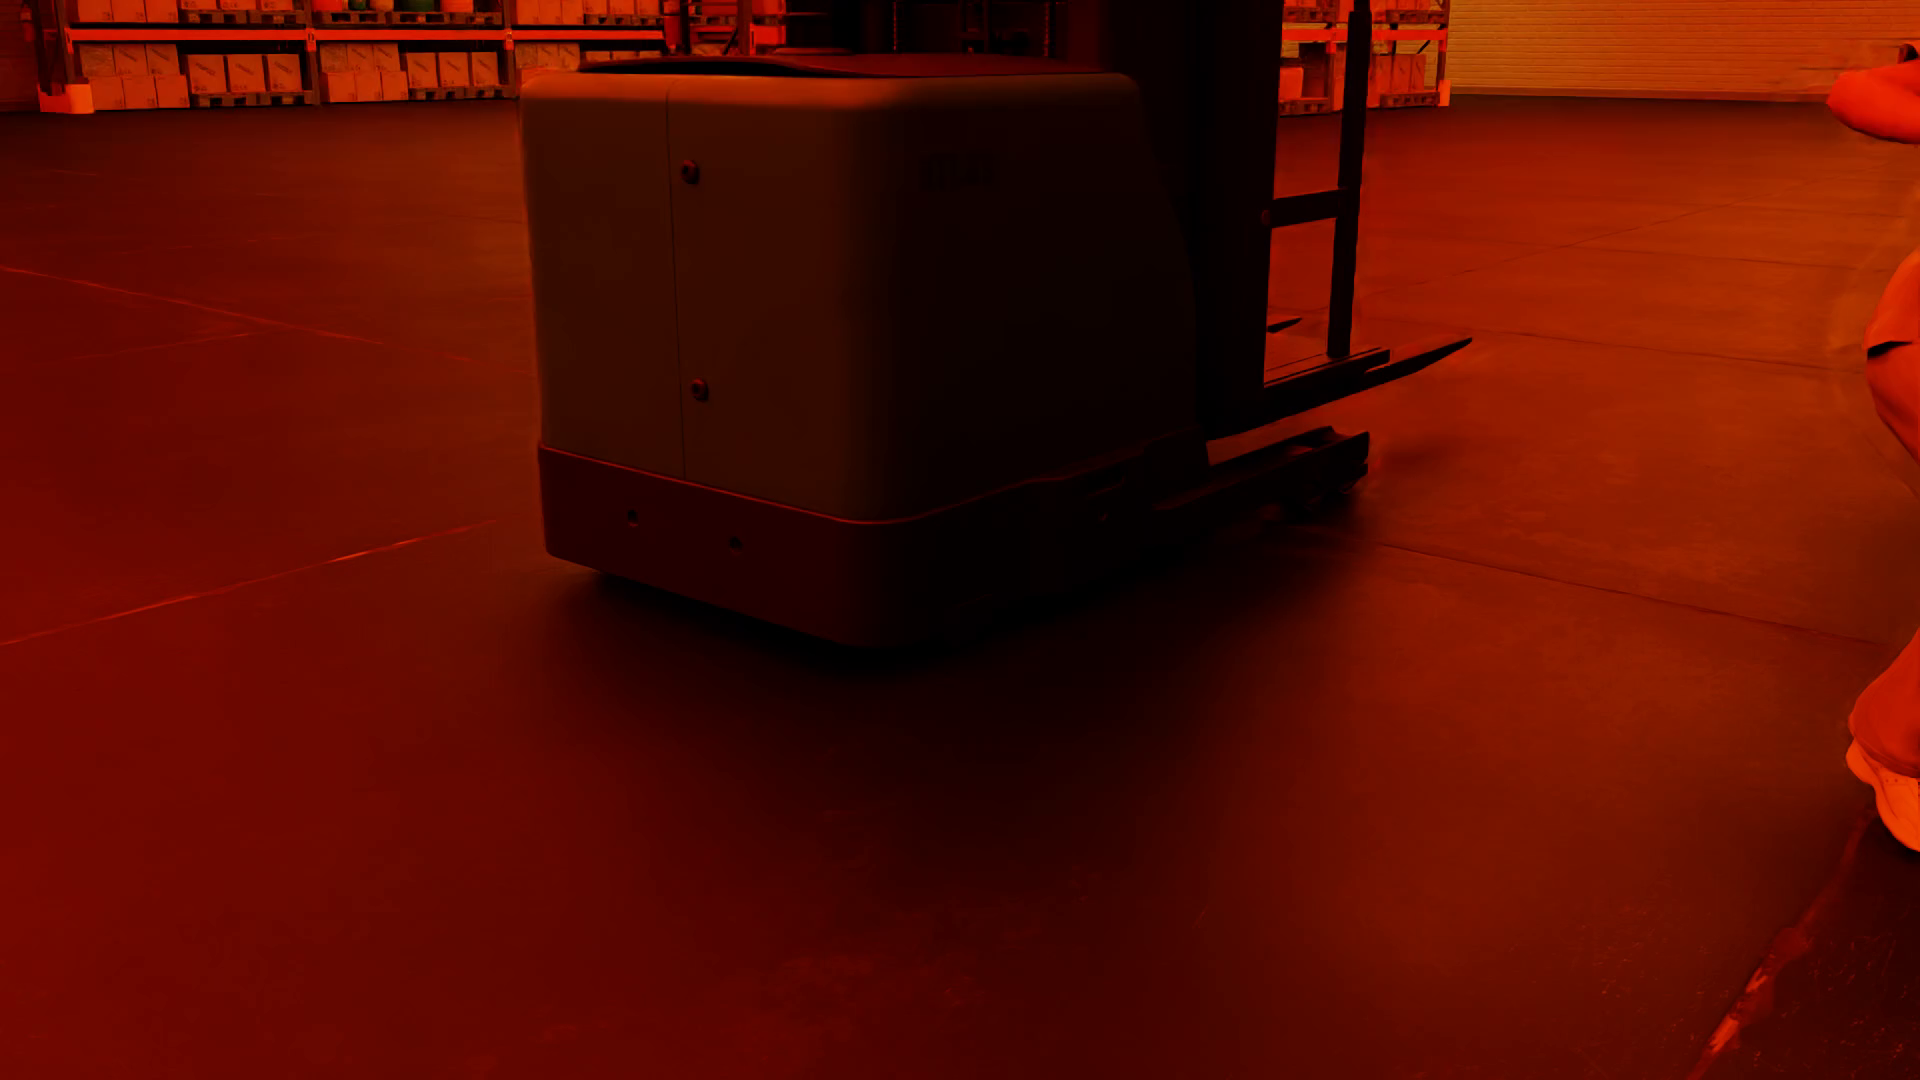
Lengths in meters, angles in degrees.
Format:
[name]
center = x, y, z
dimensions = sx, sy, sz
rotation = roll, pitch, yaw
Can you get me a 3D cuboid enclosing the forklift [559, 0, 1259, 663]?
[forklift]
center = 0.182, -1.571, 4.072
dimensions = 1.130, 2.935, 3.031
rotation = 5, 18, 17
